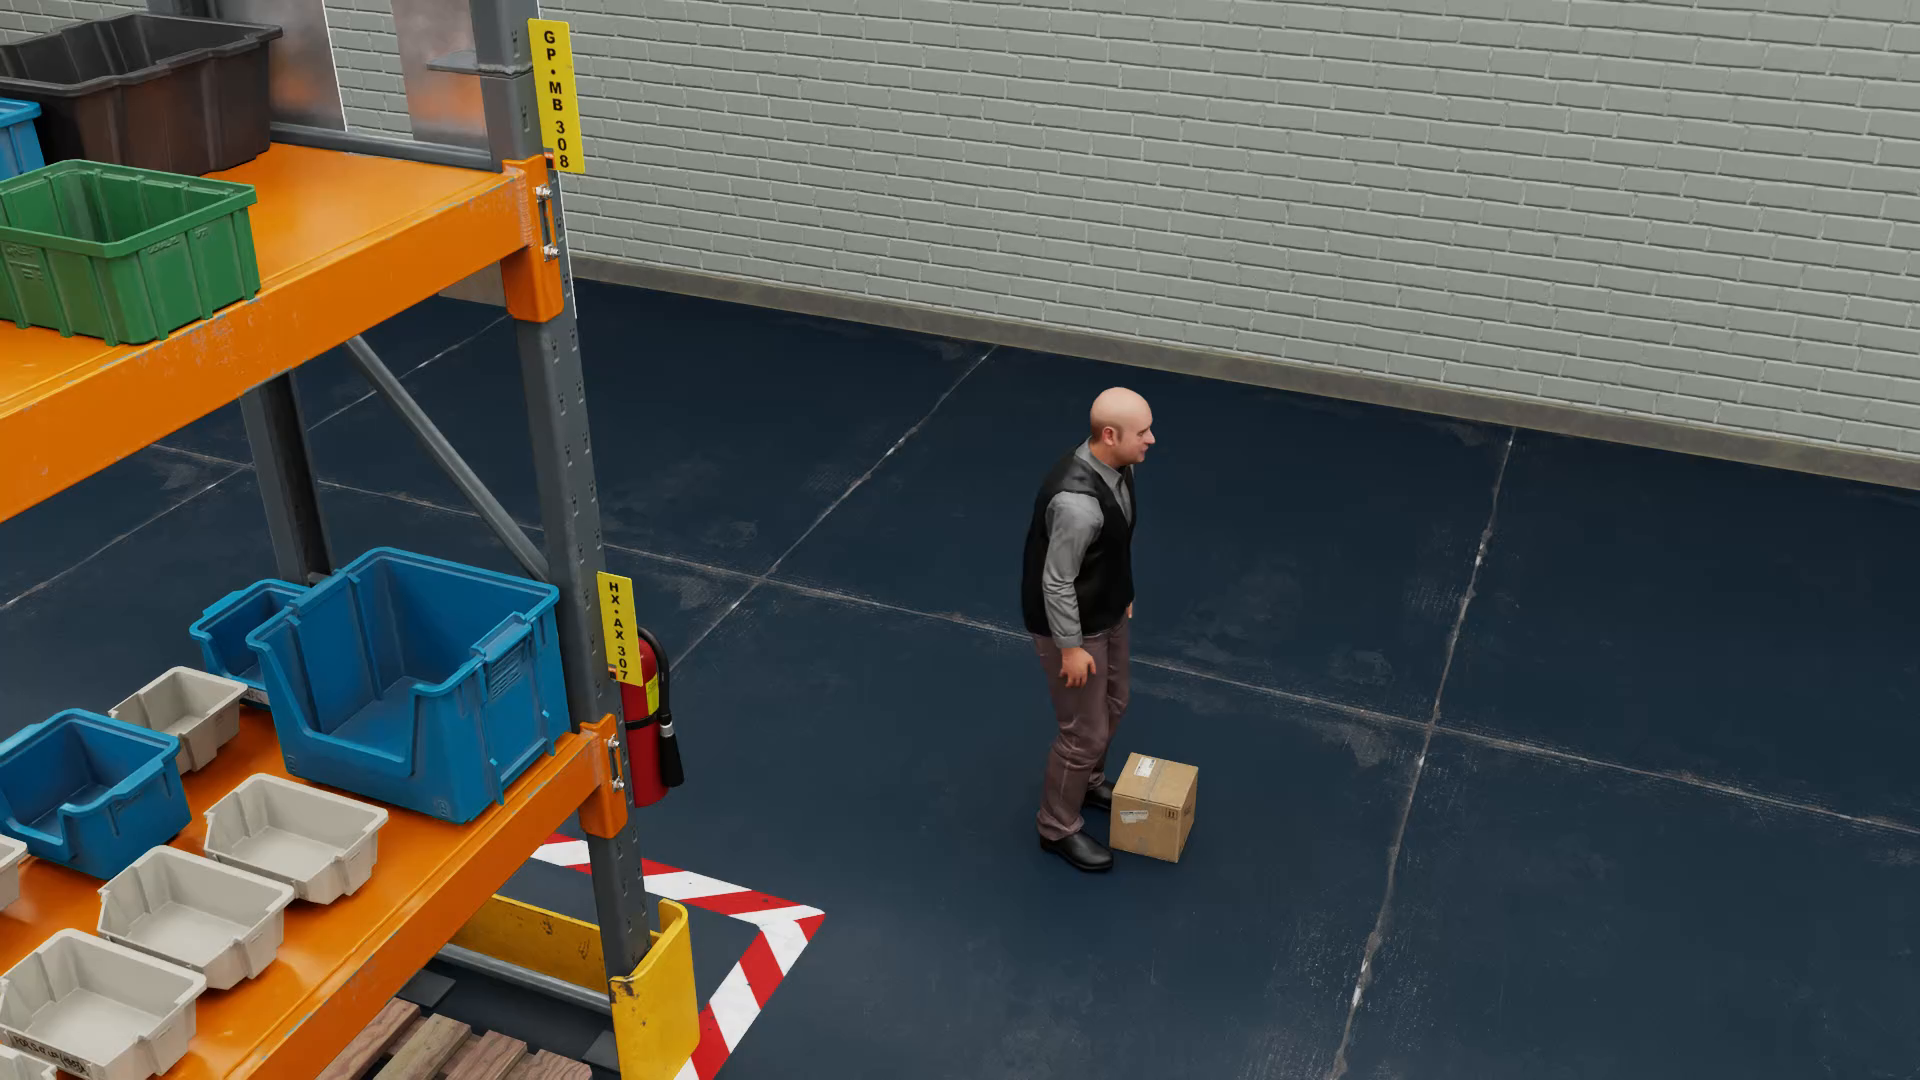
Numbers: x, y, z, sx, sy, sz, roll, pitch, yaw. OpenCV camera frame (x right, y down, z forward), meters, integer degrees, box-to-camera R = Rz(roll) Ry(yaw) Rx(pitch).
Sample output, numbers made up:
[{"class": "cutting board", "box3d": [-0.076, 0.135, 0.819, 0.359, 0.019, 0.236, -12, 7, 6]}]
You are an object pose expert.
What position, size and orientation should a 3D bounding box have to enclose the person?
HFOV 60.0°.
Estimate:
[{"class": "person", "box3d": [0.426, 0.271, 5.673, 0.420, 1.720, 0.579, 11, 31, 19]}]
